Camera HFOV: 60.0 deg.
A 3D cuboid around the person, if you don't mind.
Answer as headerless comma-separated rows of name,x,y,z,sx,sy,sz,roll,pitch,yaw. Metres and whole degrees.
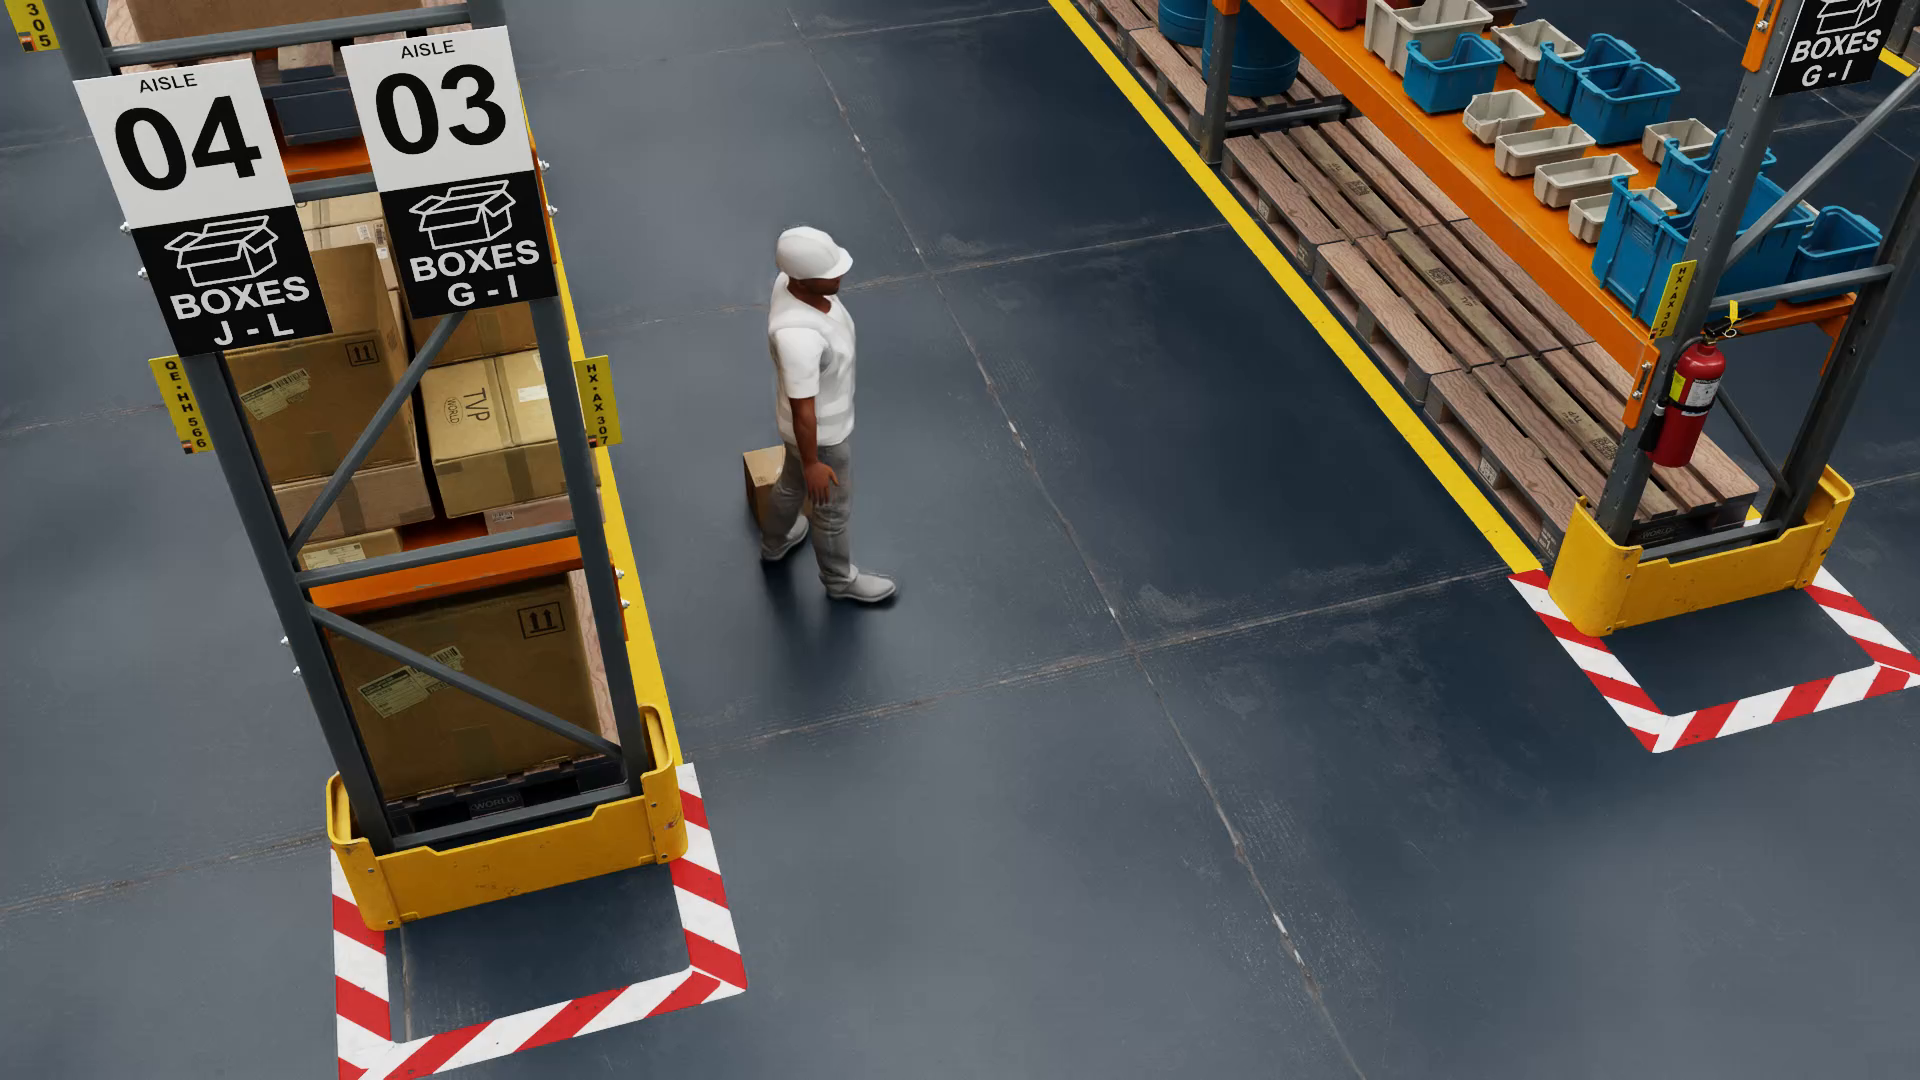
person,-0.575,-0.486,6.678,0.573,1.766,0.736,-4,42,-5
